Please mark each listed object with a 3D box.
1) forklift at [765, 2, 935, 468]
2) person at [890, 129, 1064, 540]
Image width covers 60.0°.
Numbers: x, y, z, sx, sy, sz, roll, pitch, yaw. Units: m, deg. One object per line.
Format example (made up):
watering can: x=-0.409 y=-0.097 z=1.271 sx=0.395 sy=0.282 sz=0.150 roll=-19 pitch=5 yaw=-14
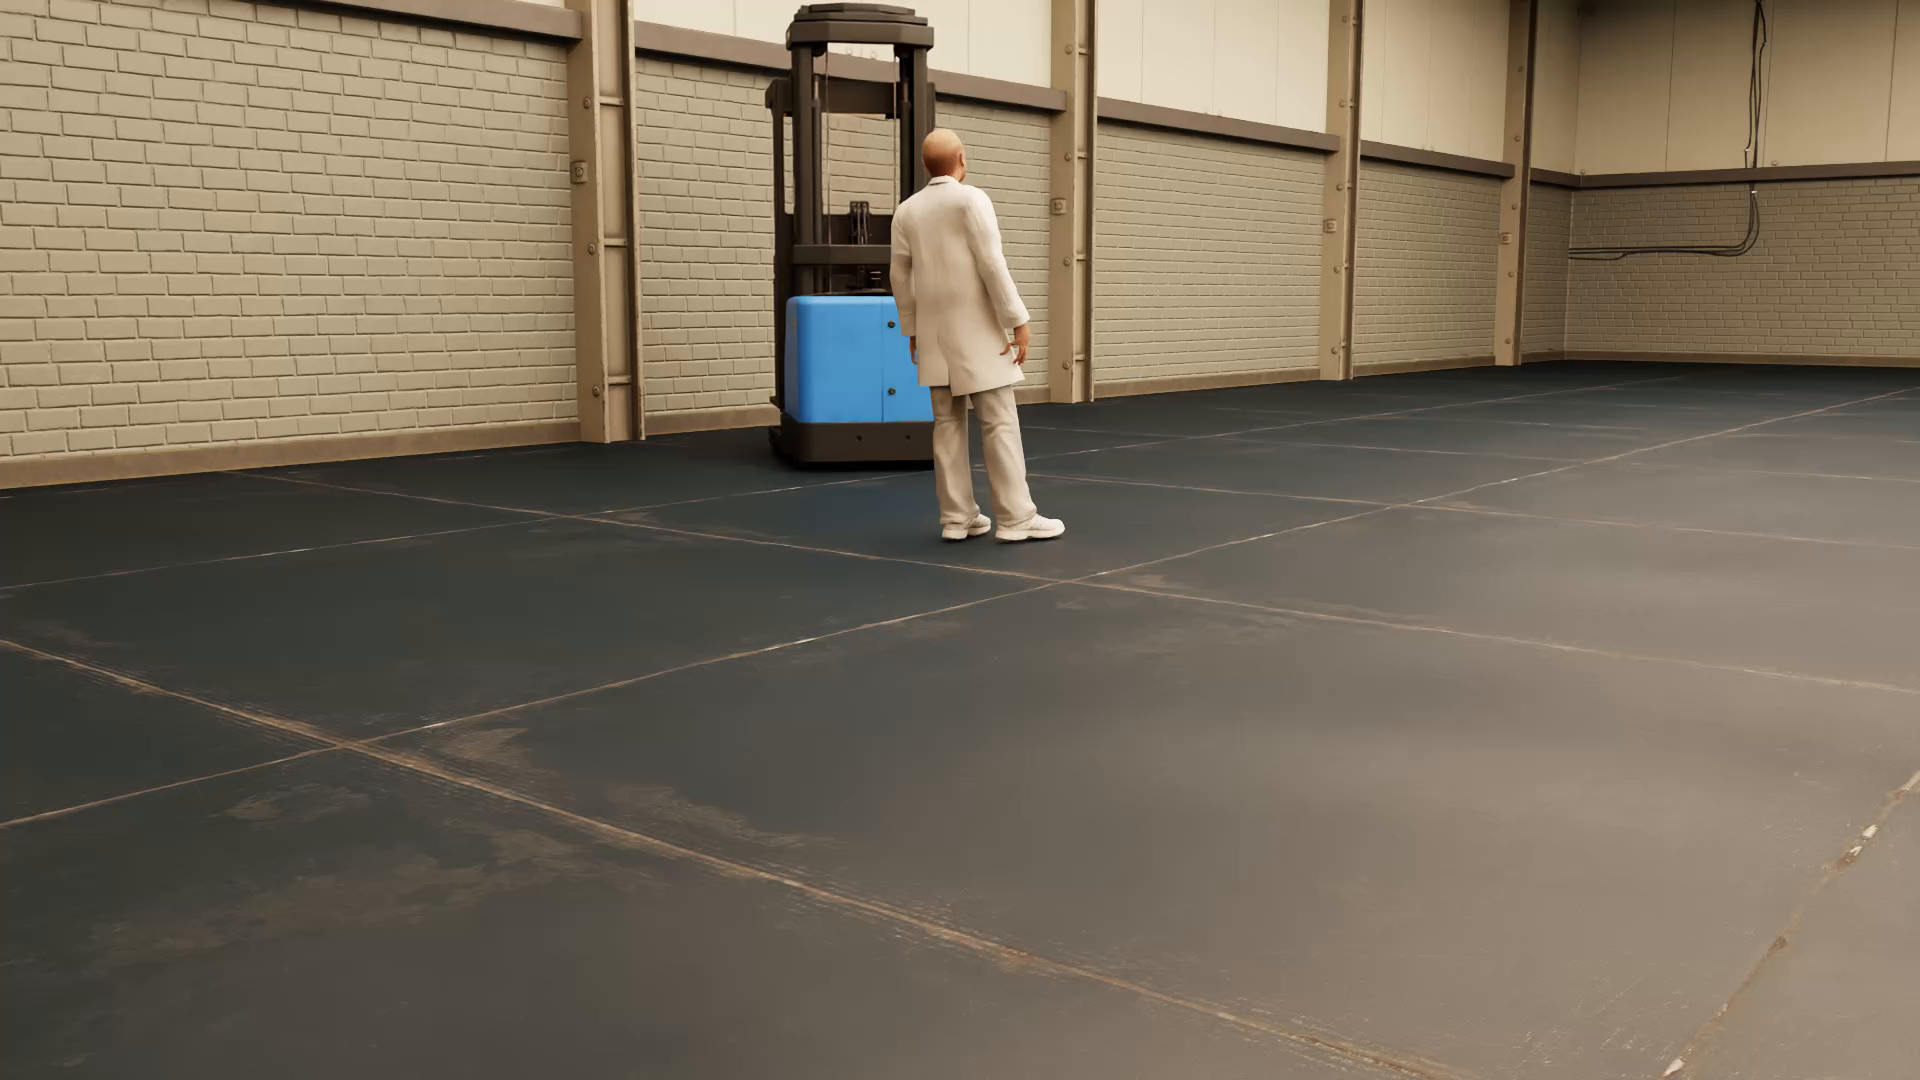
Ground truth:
forklift: x=-0.756 y=-2.081 z=11.501 sx=1.130 sy=2.935 sz=3.031 roll=-2 pitch=8 yaw=-11
person: x=0.060 y=-0.896 z=7.342 sx=0.694 sy=1.775 sz=0.581 roll=7 pitch=11 yaw=38
